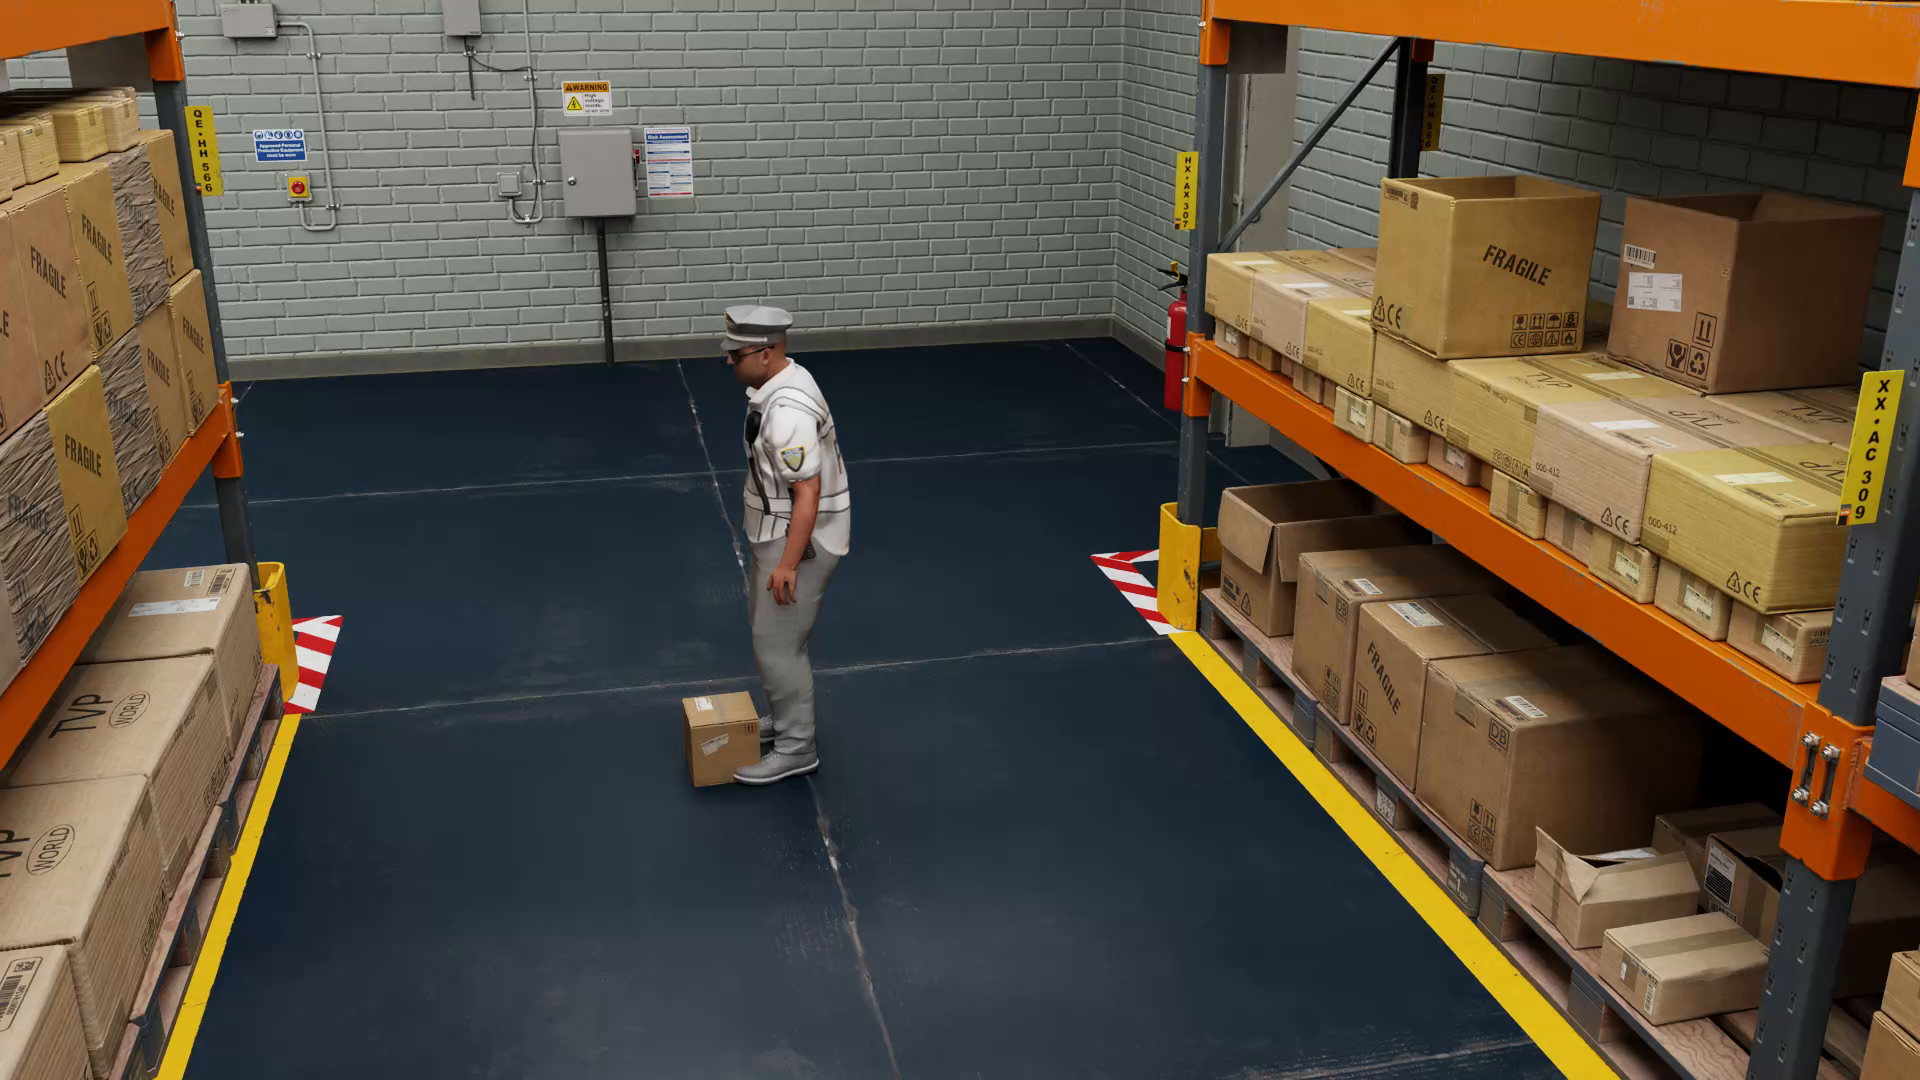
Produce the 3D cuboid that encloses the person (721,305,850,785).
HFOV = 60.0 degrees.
[{"bbox_3d":[-0.643,0.009,6.032,0.475,1.747,0.584,-5,20,-14],"label":"person"}]
